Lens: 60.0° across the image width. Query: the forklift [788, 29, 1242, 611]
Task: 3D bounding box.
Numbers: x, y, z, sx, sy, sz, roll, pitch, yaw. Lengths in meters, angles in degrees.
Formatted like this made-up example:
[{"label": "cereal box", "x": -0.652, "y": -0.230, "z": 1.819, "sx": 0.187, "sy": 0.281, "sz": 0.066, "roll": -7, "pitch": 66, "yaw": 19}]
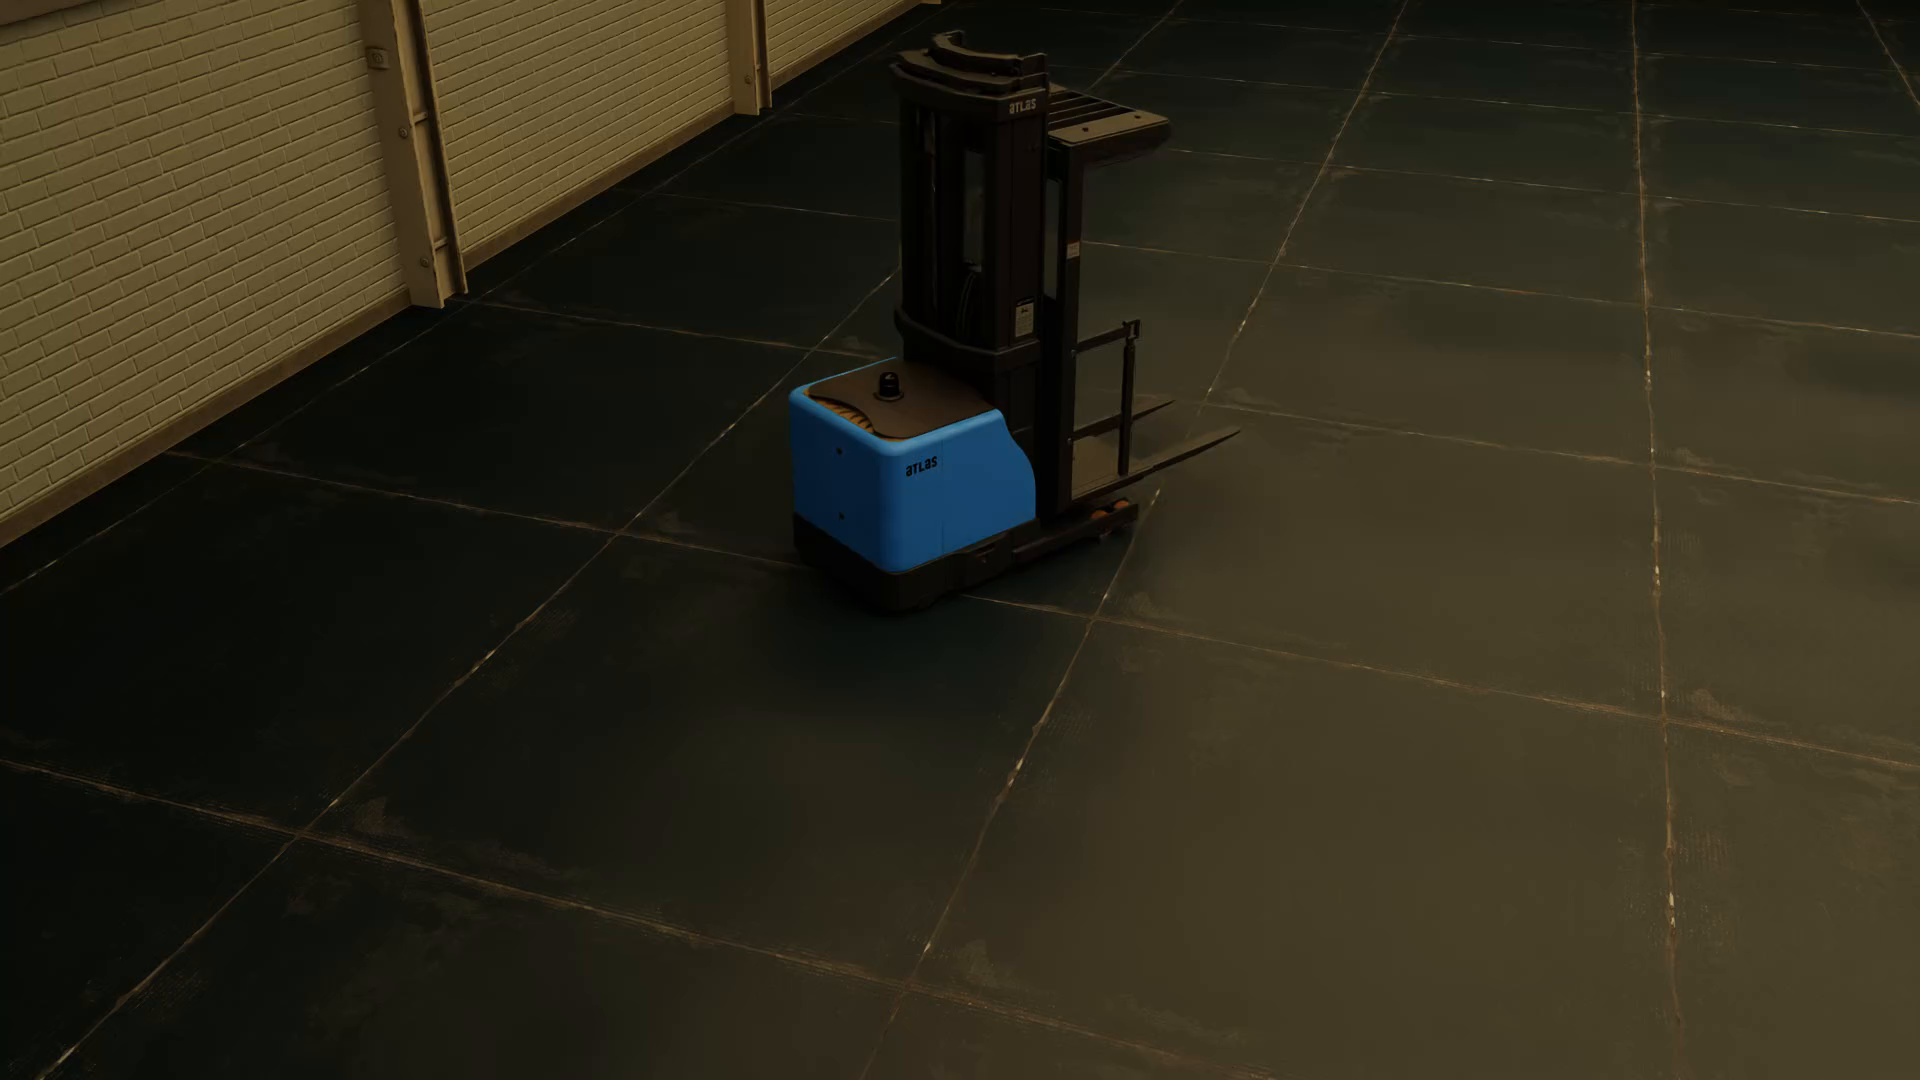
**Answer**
[{"label": "forklift", "x": 0.470, "y": -1.468, "z": 9.712, "sx": 3.031, "sy": 2.935, "sz": 1.130, "roll": -22, "pitch": 36, "yaw": -33}]
